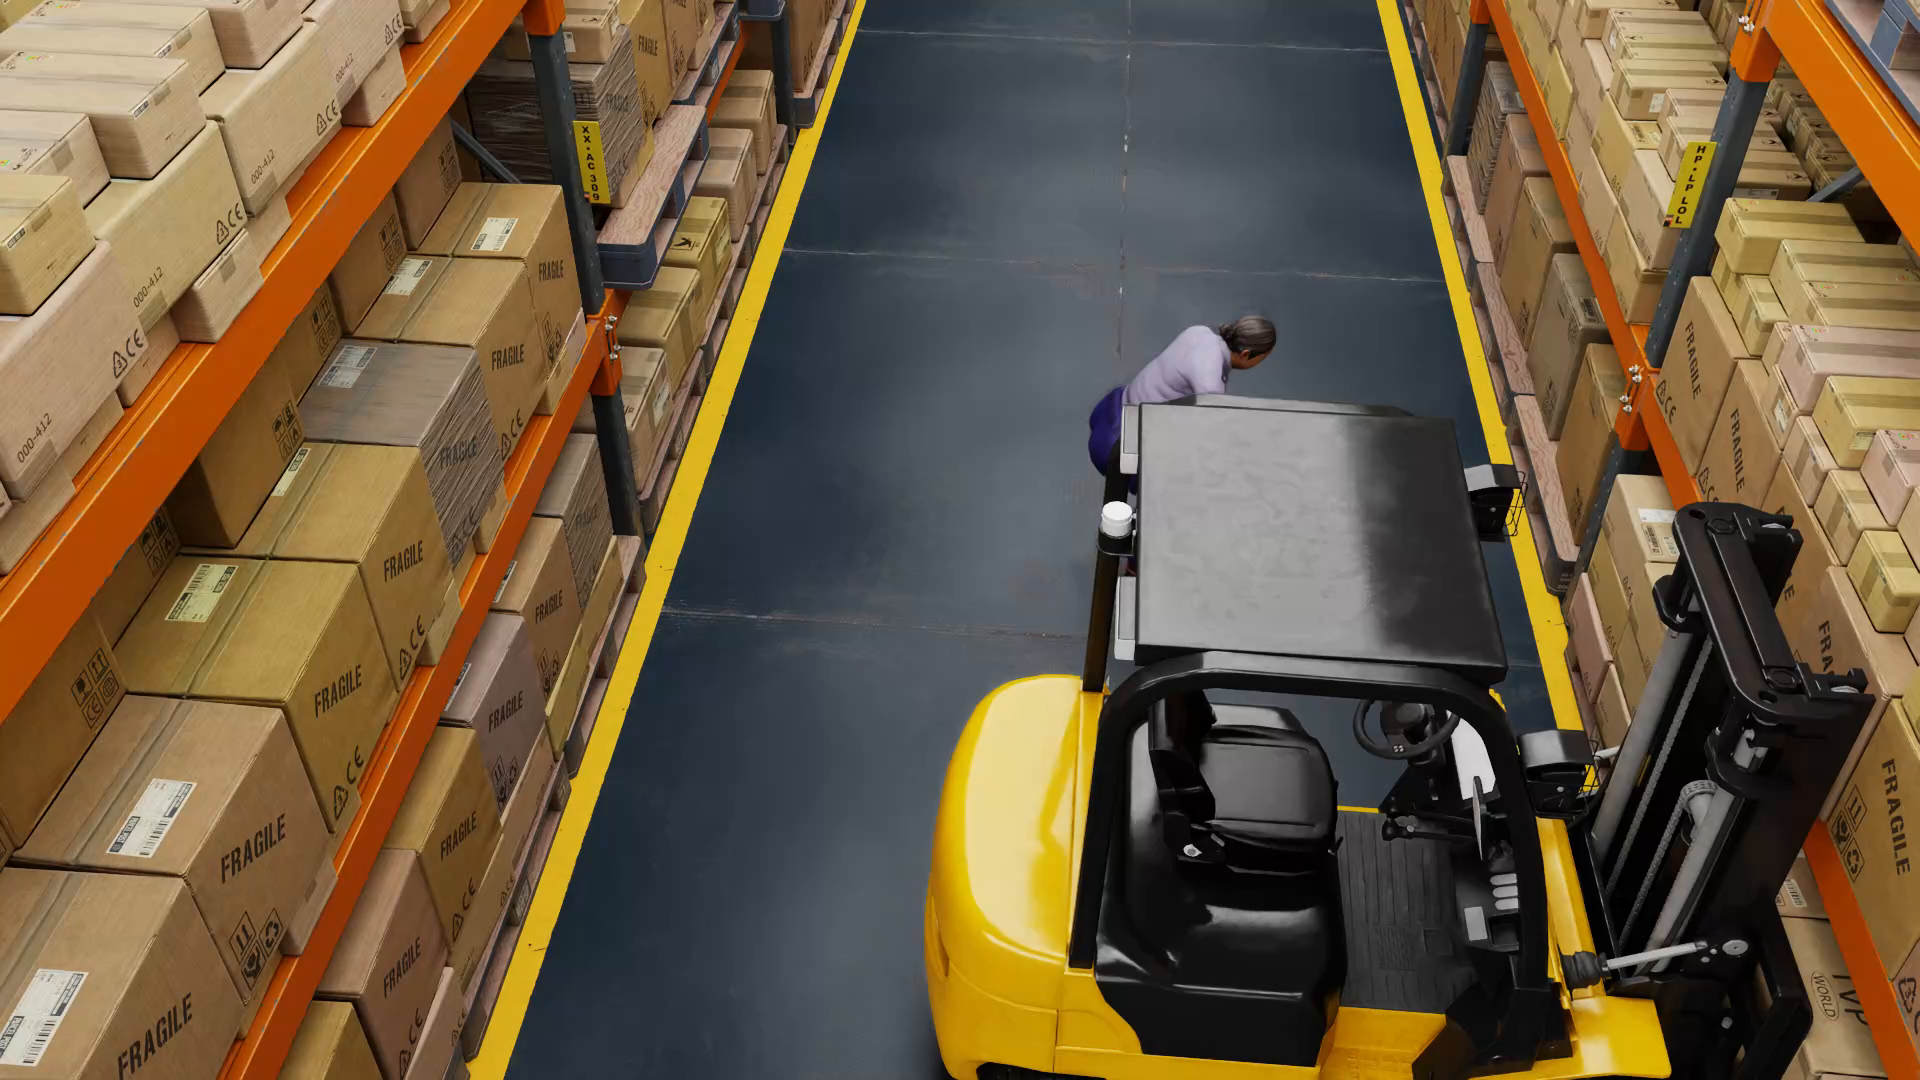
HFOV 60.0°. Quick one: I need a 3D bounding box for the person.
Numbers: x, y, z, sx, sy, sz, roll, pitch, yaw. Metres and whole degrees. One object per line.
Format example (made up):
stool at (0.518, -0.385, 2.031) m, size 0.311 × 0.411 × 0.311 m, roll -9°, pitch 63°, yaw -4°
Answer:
person at (0.902, -0.424, 6.998) m, size 0.726 × 1.230 × 0.536 m, roll 3°, pitch 40°, yaw 4°
